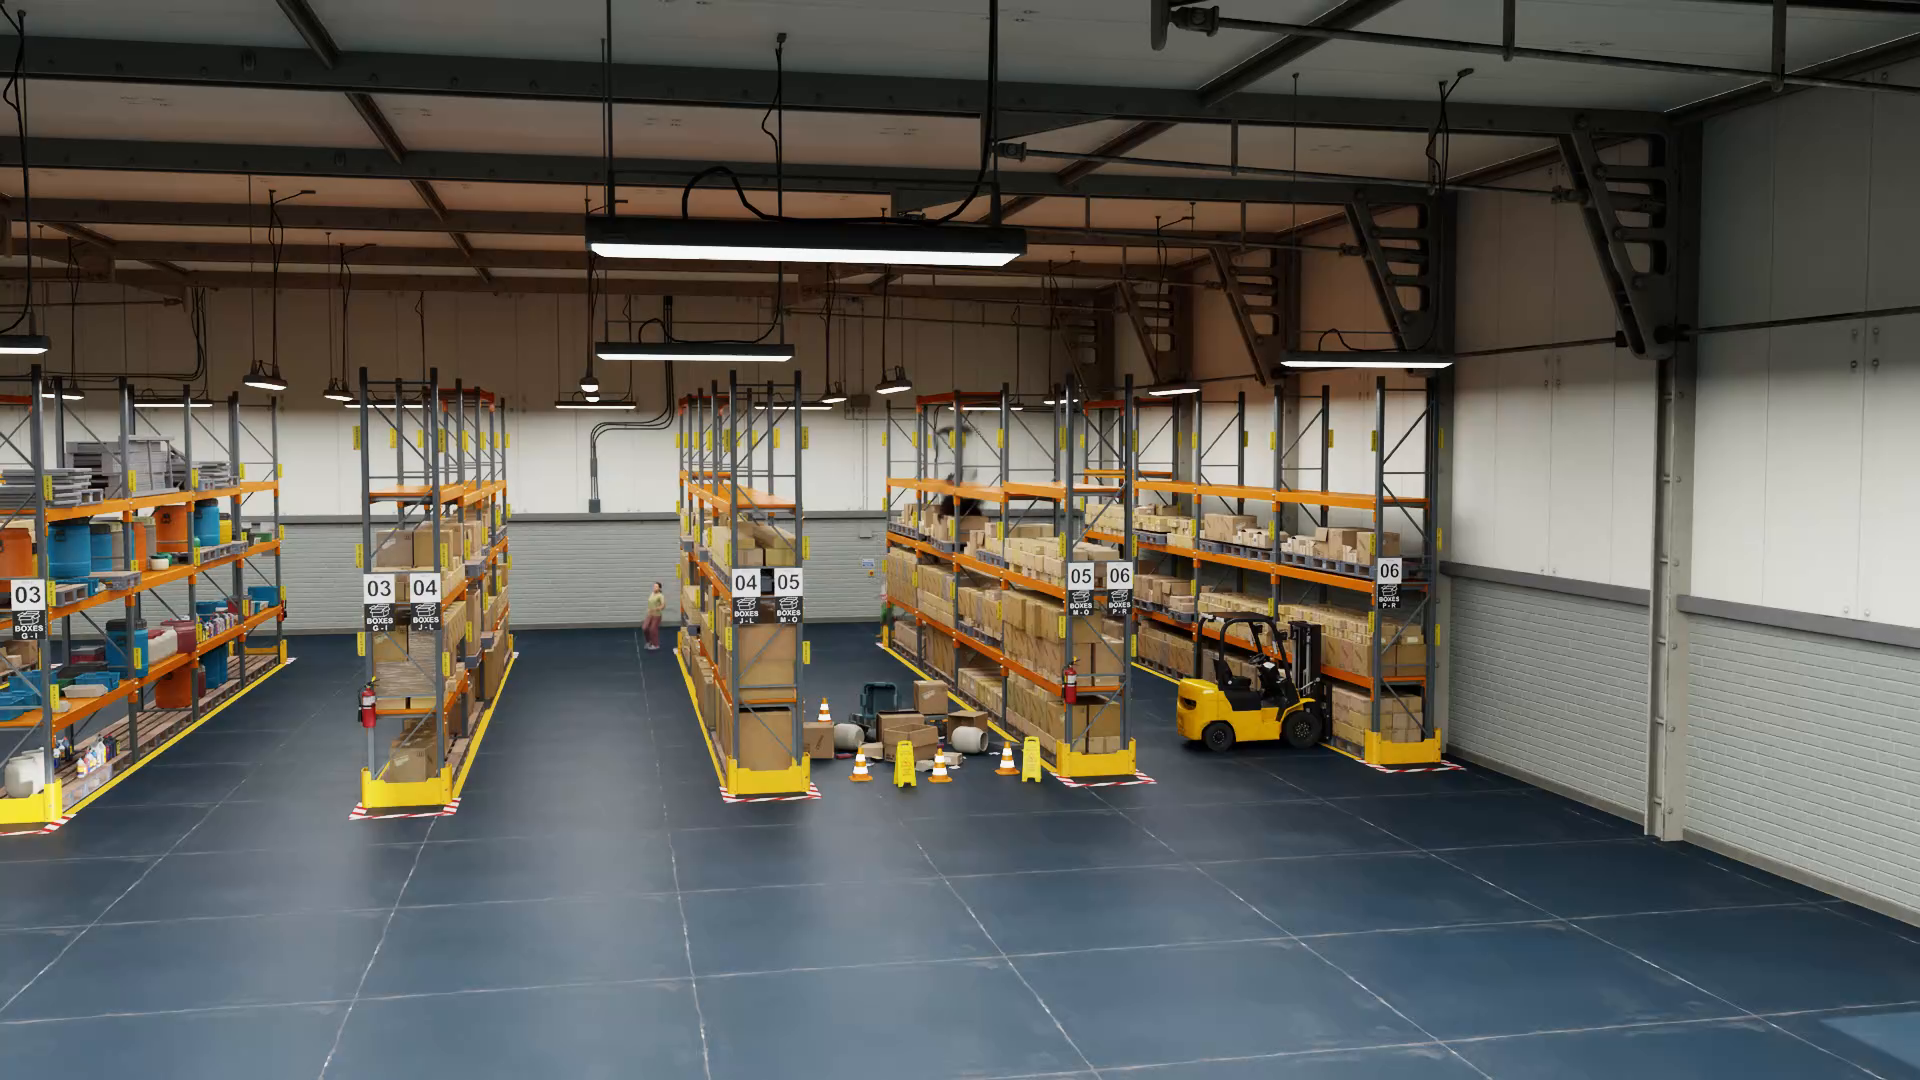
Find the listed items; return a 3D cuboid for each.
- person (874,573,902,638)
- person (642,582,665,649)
[{"bbox_3d":[-1.792,1.597,42.497,0.863,1.771,0.657,-2,4,-32],"label":"person"},{"bbox_3d":[-7.304,1.815,39.802,0.590,1.641,0.558,2,4,26],"label":"person"}]
